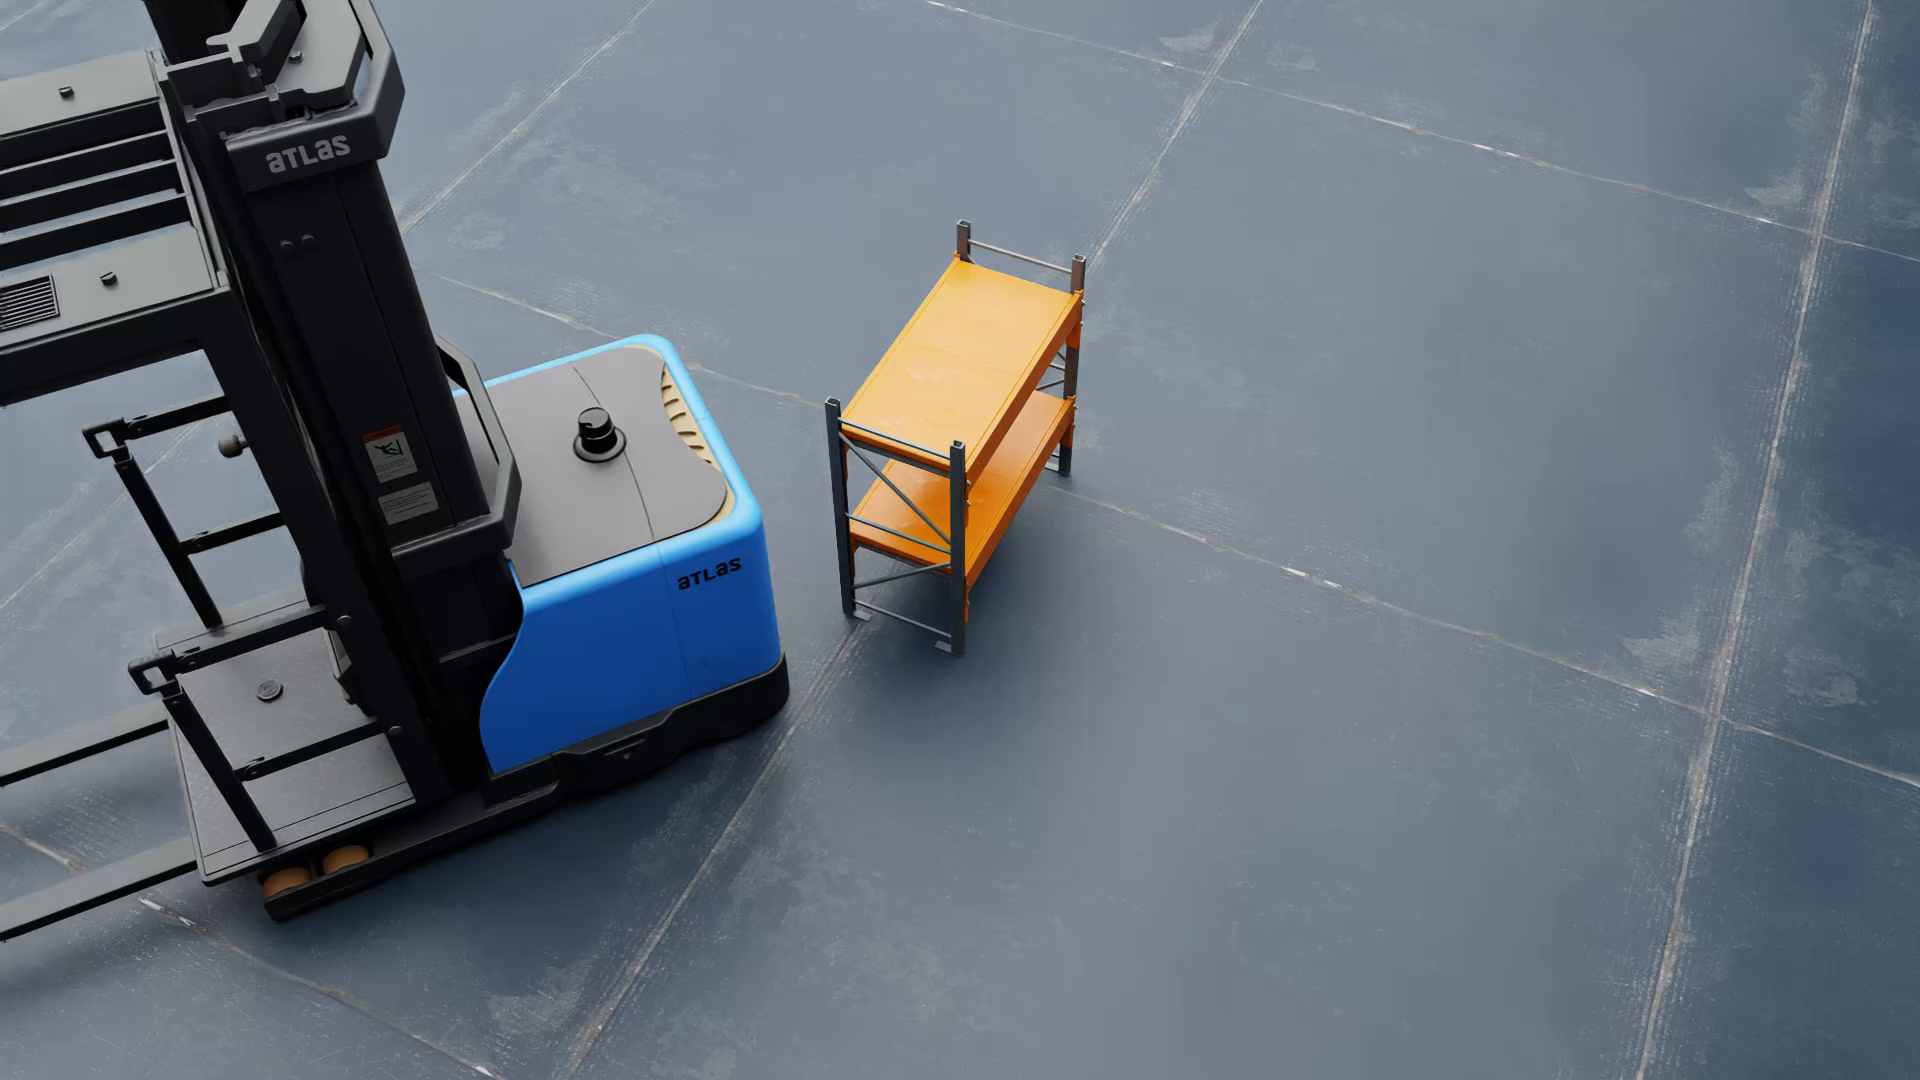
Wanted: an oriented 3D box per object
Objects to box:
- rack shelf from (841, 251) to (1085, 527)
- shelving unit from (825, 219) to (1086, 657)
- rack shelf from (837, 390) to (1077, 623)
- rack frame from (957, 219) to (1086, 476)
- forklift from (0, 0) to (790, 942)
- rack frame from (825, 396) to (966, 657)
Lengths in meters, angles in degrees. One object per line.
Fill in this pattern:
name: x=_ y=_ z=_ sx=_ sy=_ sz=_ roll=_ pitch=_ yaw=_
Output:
rack shelf: x=0.003 y=-0.559 z=5.918 sx=0.538 sy=0.278 sz=1.000 roll=20 pitch=52 yaw=16
shelving unit: x=0.003 y=-0.369 z=6.141 sx=0.538 sy=1.125 sz=1.048 roll=20 pitch=52 yaw=16
rack shelf: x=0.003 y=-0.211 z=6.327 sx=0.538 sy=0.278 sz=1.000 roll=20 pitch=52 yaw=16
rack frame: x=0.220 y=-0.719 z=6.439 sx=0.500 sy=1.125 sz=0.032 roll=20 pitch=52 yaw=16
forklift: x=-2.171 y=-0.175 z=4.790 sx=3.031 sy=2.935 sz=1.130 roll=-20 pitch=53 yaw=-16
rack frame: x=-0.214 y=-0.019 z=5.843 sx=0.500 sy=1.125 sz=0.032 roll=20 pitch=52 yaw=16
